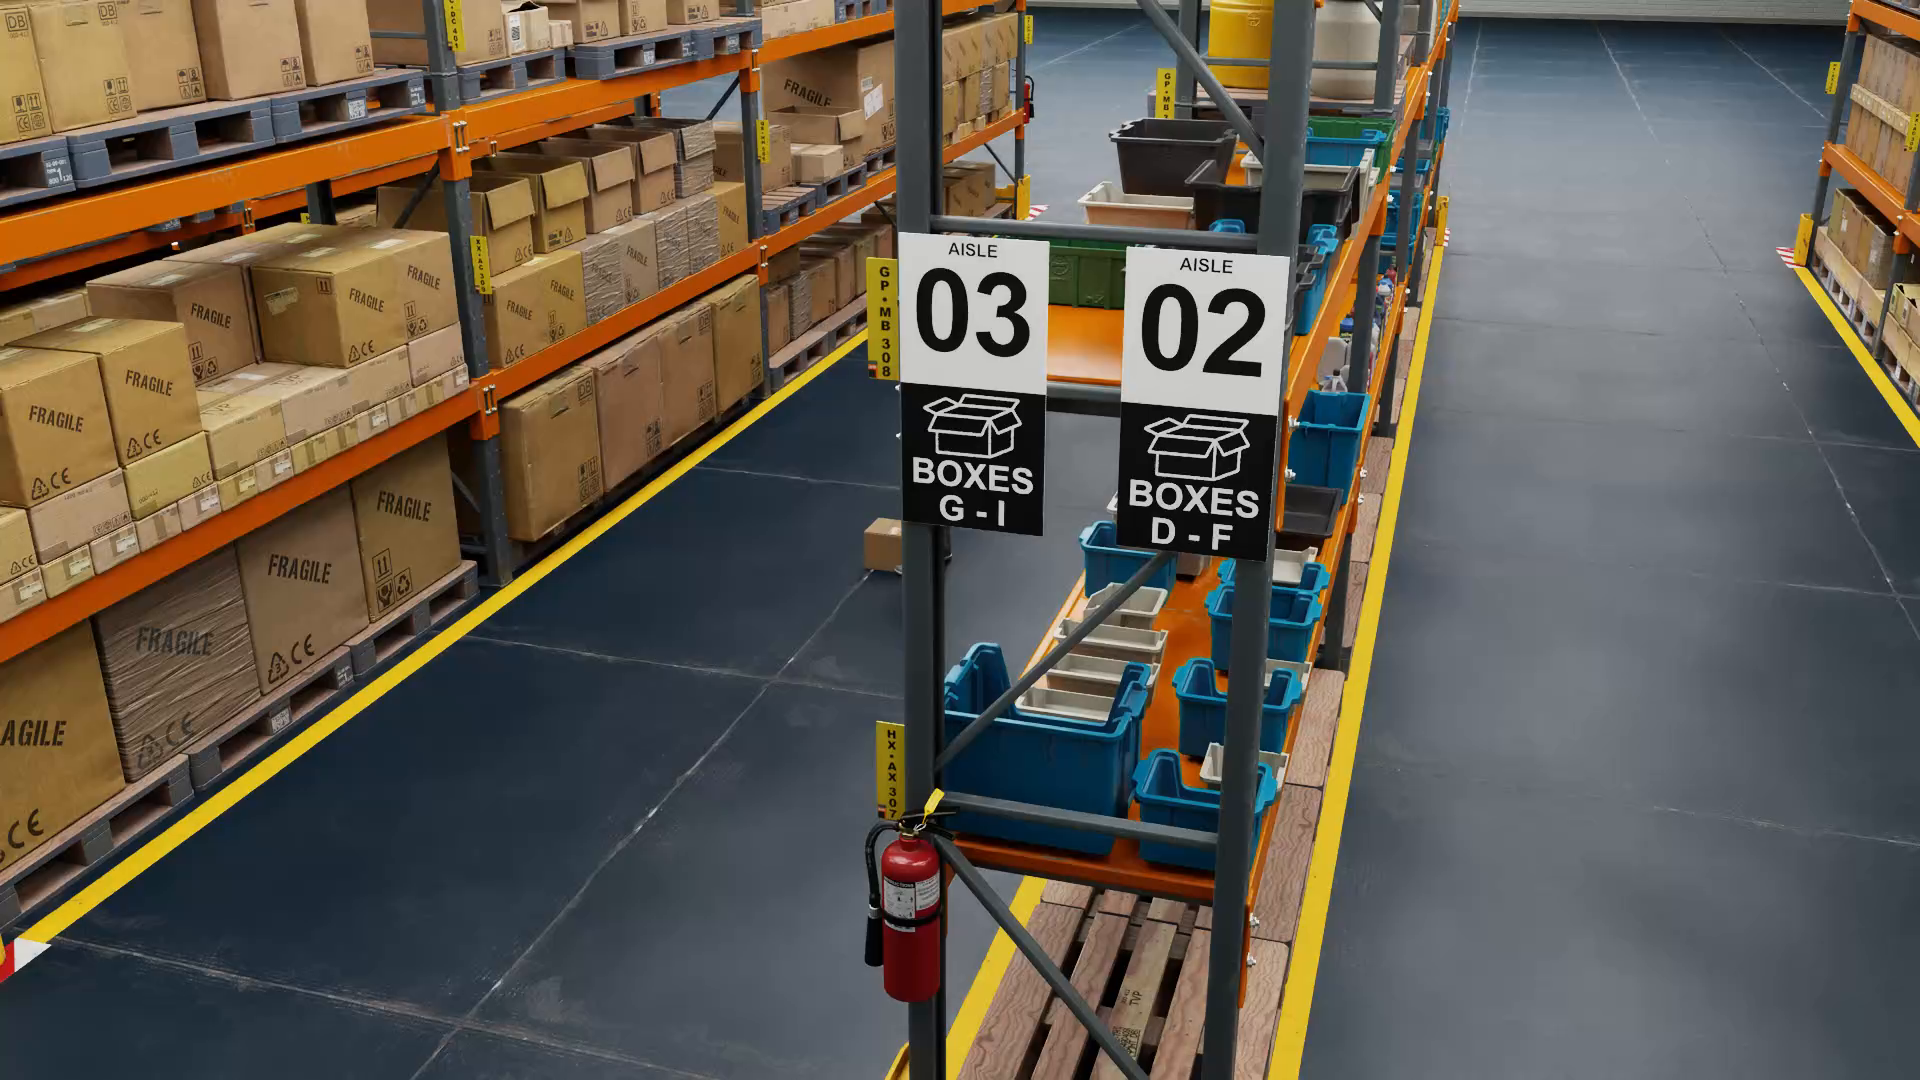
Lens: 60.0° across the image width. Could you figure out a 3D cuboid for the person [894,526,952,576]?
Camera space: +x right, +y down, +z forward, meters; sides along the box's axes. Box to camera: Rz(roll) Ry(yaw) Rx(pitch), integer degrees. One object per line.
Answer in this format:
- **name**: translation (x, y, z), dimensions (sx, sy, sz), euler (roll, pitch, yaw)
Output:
- **person**: translation (-0.212, -0.598, 10.060), dimensions (0.393, 1.663, 0.528), euler (6, 23, 13)
